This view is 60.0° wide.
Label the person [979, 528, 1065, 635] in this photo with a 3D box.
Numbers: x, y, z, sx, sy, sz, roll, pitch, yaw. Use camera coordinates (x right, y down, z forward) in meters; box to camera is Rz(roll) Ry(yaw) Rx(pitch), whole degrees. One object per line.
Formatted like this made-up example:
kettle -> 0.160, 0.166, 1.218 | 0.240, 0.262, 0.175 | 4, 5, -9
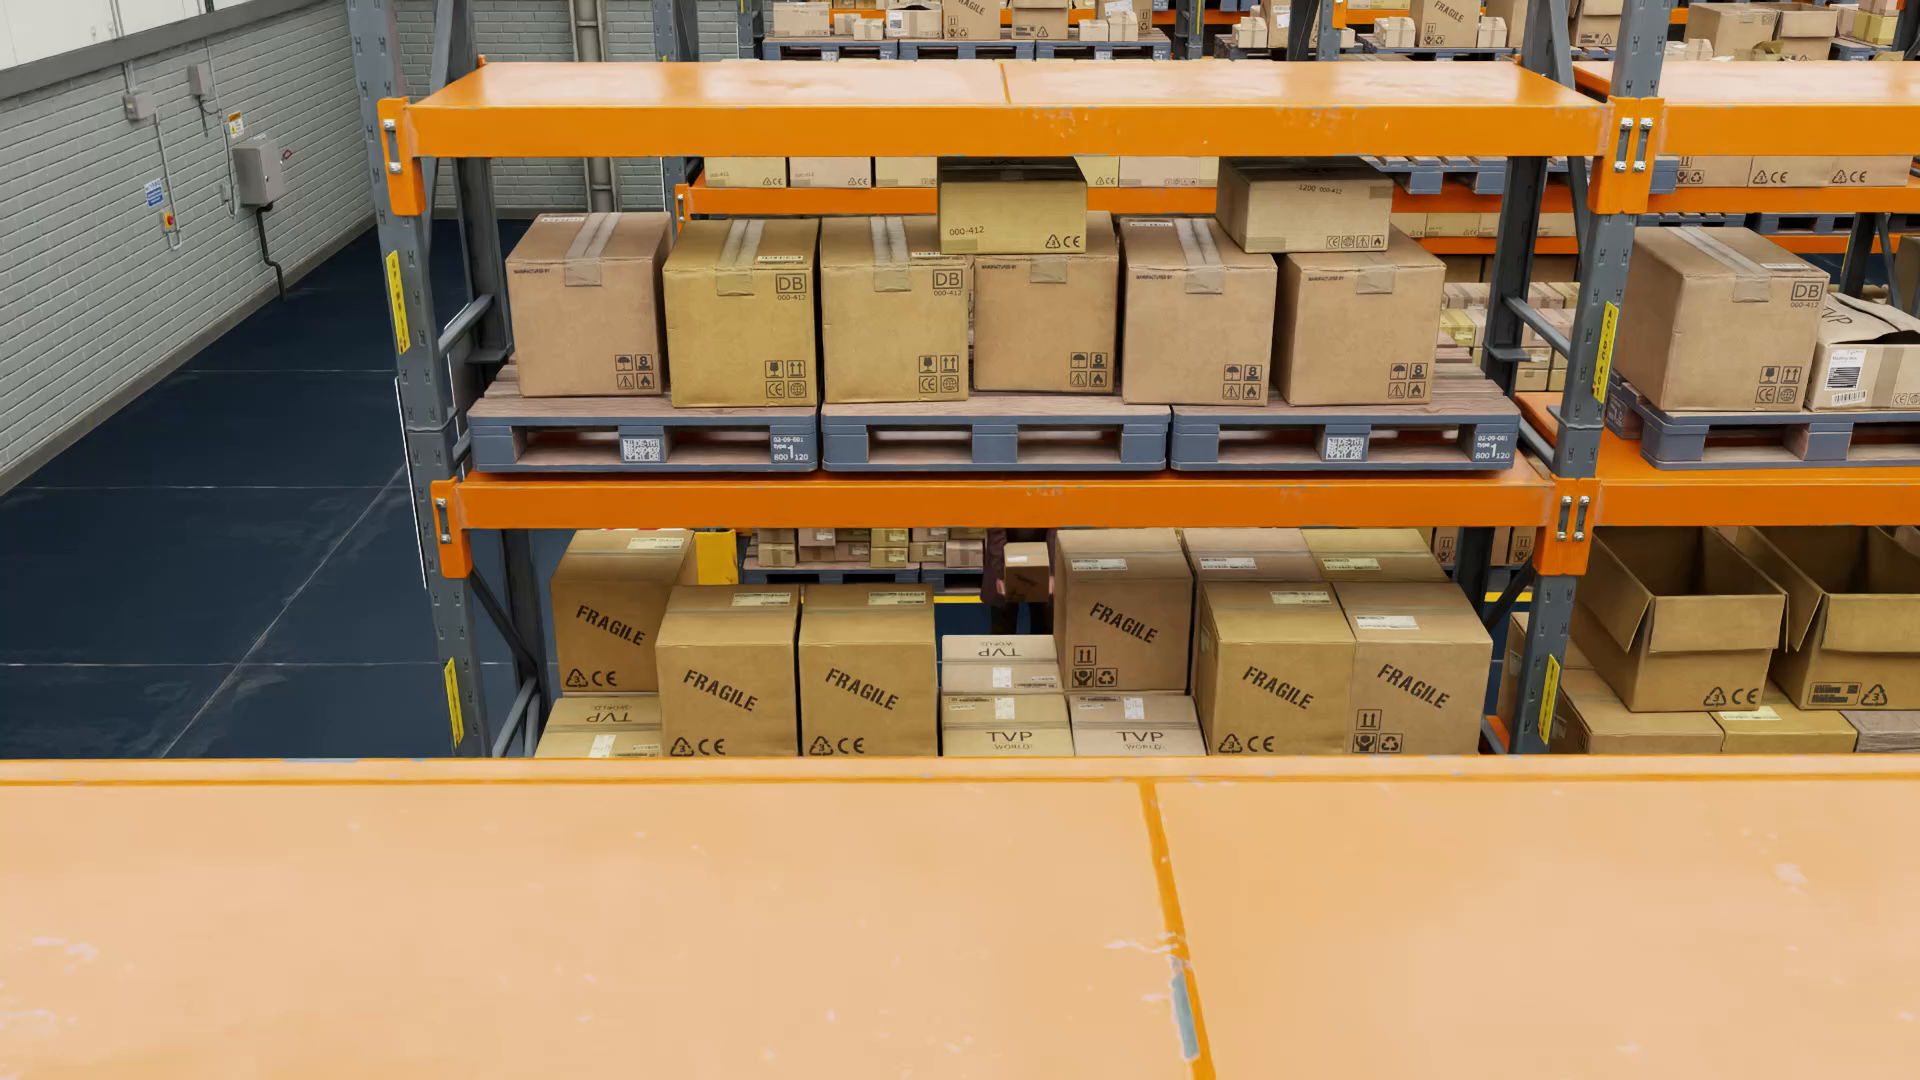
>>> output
person -> 0.378, 0.196, 9.686 | 0.525, 1.776, 0.575 | -1, 24, -1
